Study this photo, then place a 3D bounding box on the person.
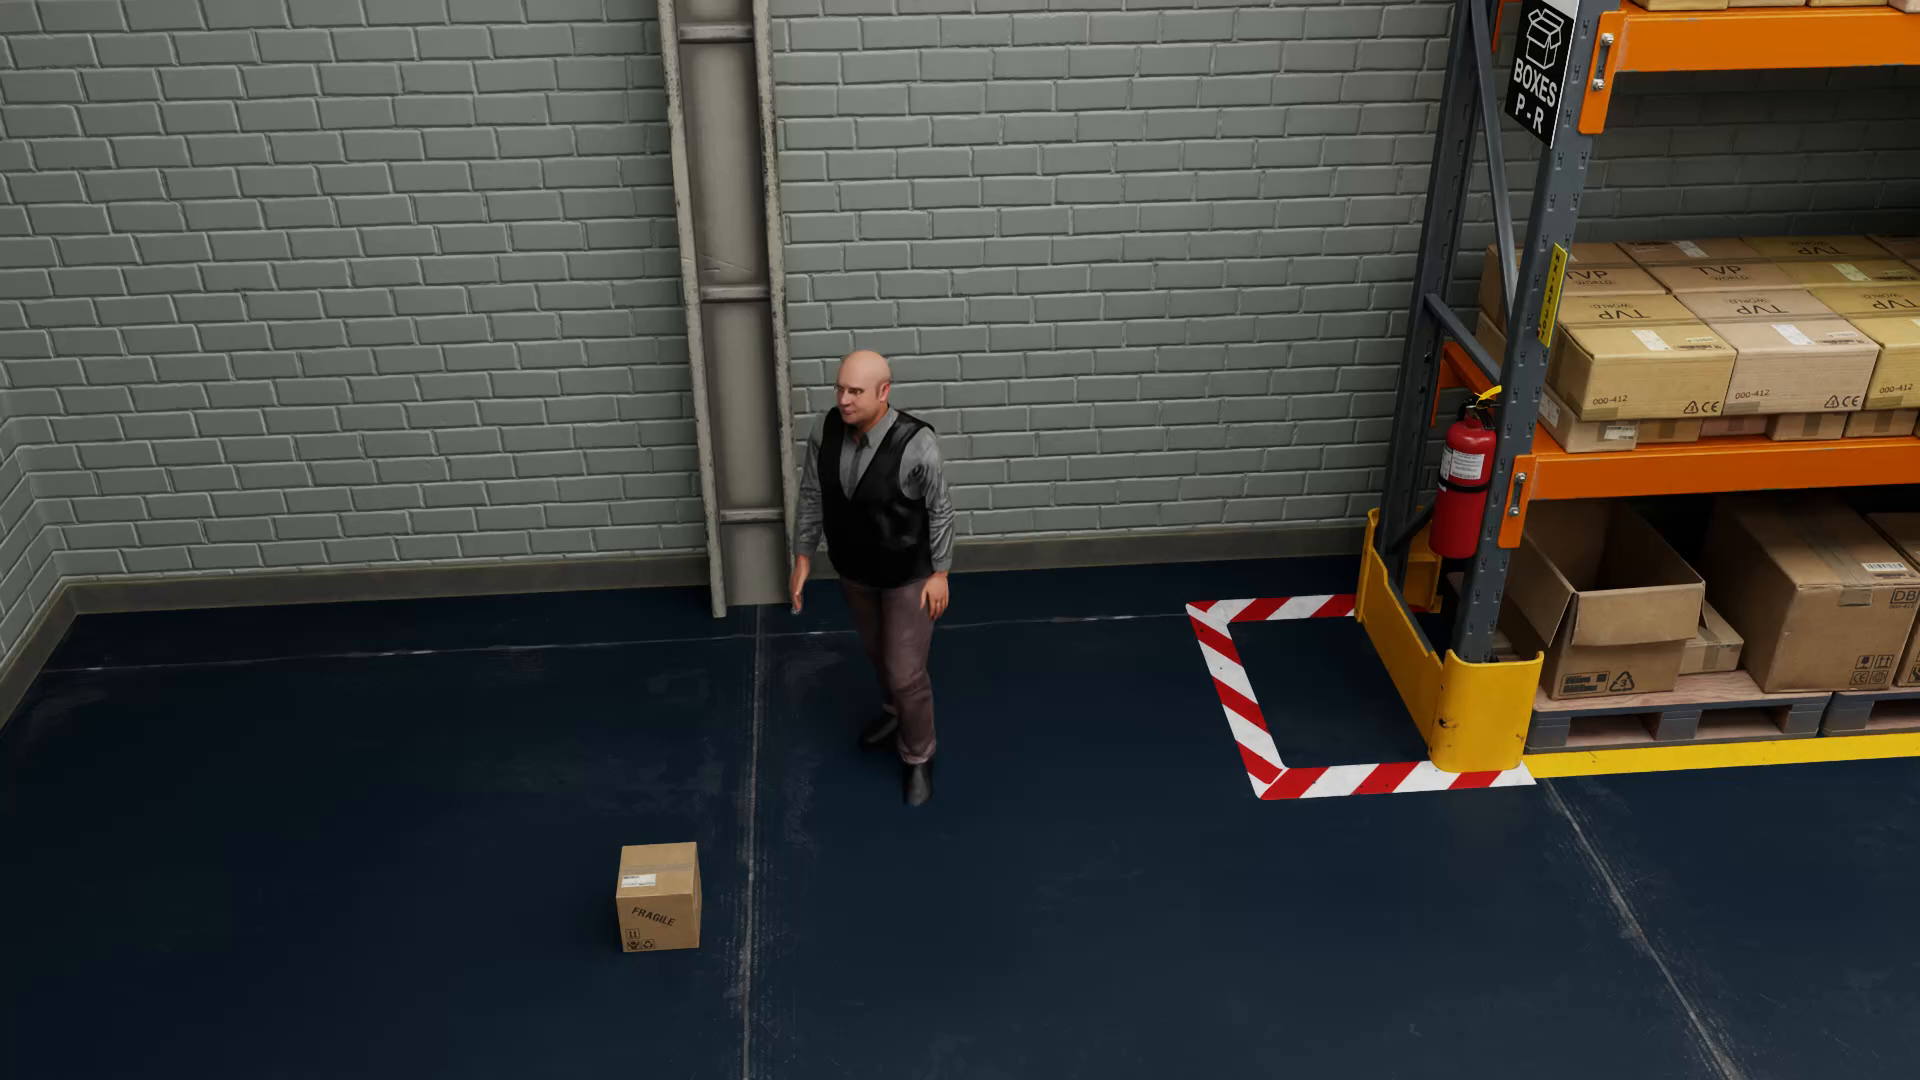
[{"bbox_3d":[-0.282,0.155,6.025,0.571,1.677,0.568,19,36,28],"label":"person"}]
